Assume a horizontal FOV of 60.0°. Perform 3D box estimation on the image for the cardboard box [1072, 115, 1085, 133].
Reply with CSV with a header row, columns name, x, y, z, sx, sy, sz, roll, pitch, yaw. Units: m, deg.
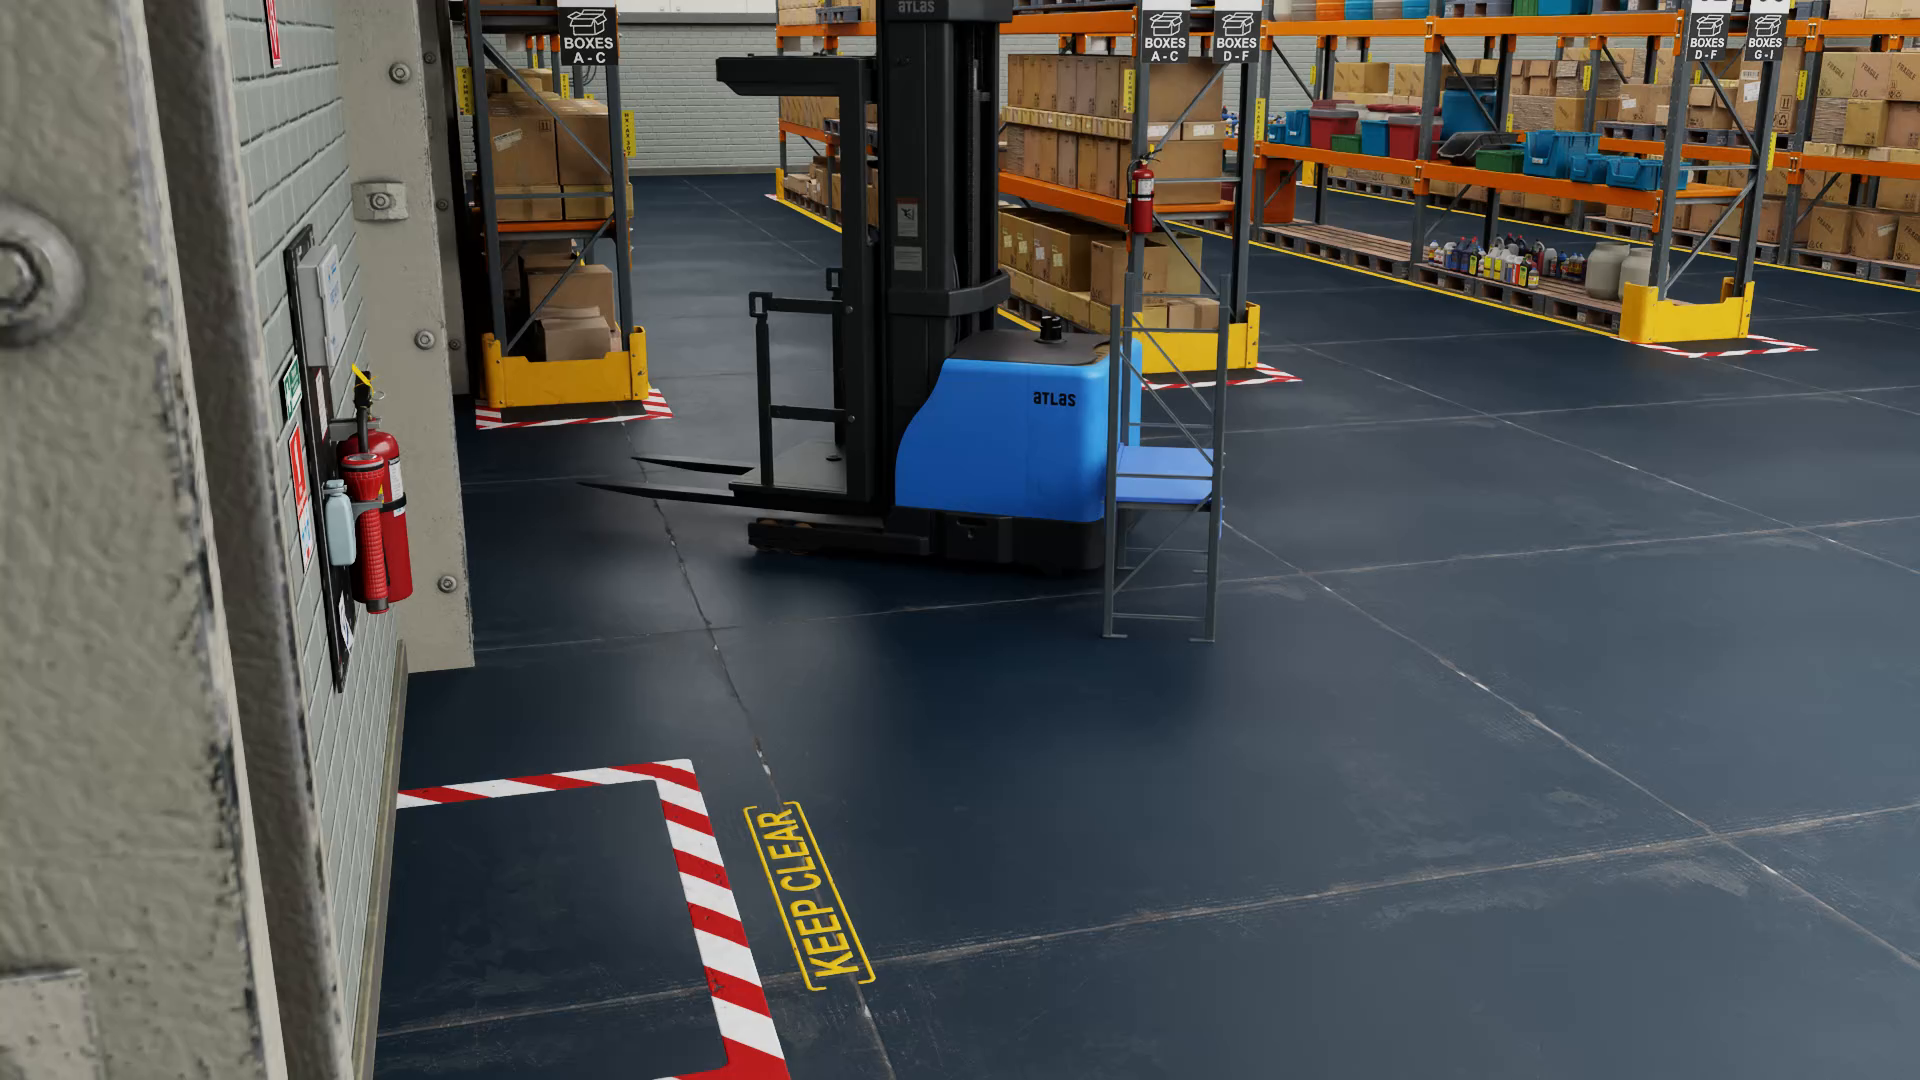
name,x,y,z,sx,sy,sz,roll,pitch,yaw
cardboard box,1.202,-3.670,14.654,0.380,0.149,0.250,-4,17,-14

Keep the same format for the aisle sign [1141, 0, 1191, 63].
name,x,y,z,sx,sy,sz,roll,pitch,yaw
aisle sign,1.584,-4.066,12.757,0.394,0.787,0.004,-5,17,-15

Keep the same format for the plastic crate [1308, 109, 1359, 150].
name,x,y,z,sx,sy,sz,roll,pitch,yaw
plastic crate,4.563,-5.026,20.358,0.402,0.464,0.583,-5,17,-15

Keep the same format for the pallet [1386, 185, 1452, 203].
name,x,y,z,sx,sy,sz,roll,pitch,yaw
pallet,7.942,-5.845,28.045,1.003,0.211,1.213,-5,17,-15

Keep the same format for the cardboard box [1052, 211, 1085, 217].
name,x,y,z,sx,sy,sz,roll,pitch,yaw
cardboard box,1.212,-2.962,16.346,0.500,0.500,0.500,-5,17,-15

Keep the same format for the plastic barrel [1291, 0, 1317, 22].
name,x,y,z,sx,sy,sz,roll,pitch,yaw
plastic barrel,4.430,-6.899,20.619,0.600,0.901,0.600,0,17,0

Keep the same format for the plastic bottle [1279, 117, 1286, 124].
name,x,y,z,sx,sy,sz,roll,pitch,yaw
plastic bottle,4.478,-5.680,22.863,0.152,0.276,0.135,-5,17,-15

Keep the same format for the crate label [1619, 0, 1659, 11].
name,x,y,z,sx,sy,sz,roll,pitch,yaw
crate label,6.415,-5.163,15.969,0.502,0.251,0.408,-5,17,-15

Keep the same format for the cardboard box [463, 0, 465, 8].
name,x,y,z,sx,sy,sz,roll,pitch,yaw
cardboard box,-3.429,-4.194,12.277,0.500,0.500,0.500,-5,17,-15

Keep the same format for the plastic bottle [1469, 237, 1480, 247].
name,x,y,z,sx,sy,sz,roll,pitch,yaw
plastic bottle,5.474,-3.057,17.755,0.144,0.351,0.185,-5,17,-15

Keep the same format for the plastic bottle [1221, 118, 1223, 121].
name,x,y,z,sx,sy,sz,roll,pitch,yaw
plastic bottle,3.665,-5.867,23.473,0.061,0.283,0.133,-5,17,-15

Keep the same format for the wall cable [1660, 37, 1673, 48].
name,x,y,z,sx,sy,sz,roll,pitch,yaw
wall cable,16.294,-11.014,38.638,0.588,1.984,0.122,-5,17,-15

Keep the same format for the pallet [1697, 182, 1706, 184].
name,x,y,z,sx,sy,sz,roll,pitch,yaw
pallet,12.654,-6.176,29.145,1.003,0.211,1.213,-5,17,-15

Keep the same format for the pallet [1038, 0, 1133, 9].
name,x,y,z,sx,sy,sz,roll,pitch,yaw
pallet,1.340,-4.793,14.633,1.003,0.211,1.213,-5,17,-15

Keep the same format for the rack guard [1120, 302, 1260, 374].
name,x,y,z,sx,sy,sz,roll,pitch,yaw
rack guard,1.855,-1.659,13.606,1.175,0.500,0.348,-5,17,-15

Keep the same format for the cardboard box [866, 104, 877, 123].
name,x,y,z,sx,sy,sz,roll,pitch,yaw
cardboard box,-0.905,-5.947,22.633,0.700,0.500,0.500,-10,19,-29

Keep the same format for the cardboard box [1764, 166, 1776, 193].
name,x,y,z,sx,sy,sz,roll,pitch,yaw
cardboard box,13.125,-5.817,26.718,0.500,0.500,0.500,-4,17,-14

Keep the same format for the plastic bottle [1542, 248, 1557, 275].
name,x,y,z,sx,sy,sz,roll,pitch,yaw
plastic bottle,6.149,-2.923,17.439,0.152,0.276,0.135,-4,17,-14

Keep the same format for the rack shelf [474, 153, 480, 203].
name,x,y,z,sx,sy,sz,roll,pitch,yaw
rack shelf,-4.563,-3.785,17.590,1.077,0.370,4.000,-5,17,-15

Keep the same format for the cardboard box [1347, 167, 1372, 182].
name,x,y,z,sx,sy,sz,roll,pitch,yaw
cardboard box,7.480,-6.832,29.445,0.875,0.875,0.875,-5,17,-15

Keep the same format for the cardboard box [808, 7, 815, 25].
name,x,y,z,sx,sy,sz,roll,pitch,yaw
cardboard box,-1.967,-7.799,24.750,0.500,0.250,0.500,-5,17,-15

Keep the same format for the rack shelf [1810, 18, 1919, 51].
name,x,y,z,sx,sy,sz,roll,pitch,yaw
rack shelf,10.824,-5.290,17.386,1.077,0.370,4.000,-5,17,-15

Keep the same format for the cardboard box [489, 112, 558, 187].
name,x,y,z,sx,sy,sz,roll,pitch,yaw
cardboard box,-3.248,-2.881,12.250,0.500,0.500,0.500,-5,17,-16

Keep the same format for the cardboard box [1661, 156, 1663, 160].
name,x,y,z,sx,sy,sz,roll,pitch,yaw
cardboard box,12.416,-6.595,28.883,0.380,0.149,0.250,-4,17,-15

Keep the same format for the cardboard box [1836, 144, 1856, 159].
name,x,y,z,sx,sy,sz,roll,pitch,yaw
cardboard box,10.196,-4.411,18.858,0.380,0.149,0.250,-5,17,-15

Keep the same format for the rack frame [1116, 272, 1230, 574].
name,x,y,z,sx,sy,sz,roll,pitch,yaw
rack frame,1.044,-0.562,8.215,0.500,1.500,0.032,3,17,8

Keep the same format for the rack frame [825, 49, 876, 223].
name,x,y,z,sx,sy,sz,roll,pitch,yaw
rack frame,-1.450,-6.182,24.319,1.000,3.000,0.127,-5,17,-15

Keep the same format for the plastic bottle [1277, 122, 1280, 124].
name,x,y,z,sx,sy,sz,roll,pitch,yaw
plastic bottle,4.363,-5.629,22.824,0.097,0.201,0.097,0,17,0

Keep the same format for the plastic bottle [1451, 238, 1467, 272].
name,x,y,z,sx,sy,sz,roll,pitch,yaw
plastic bottle,5.335,-3.046,17.717,0.144,0.351,0.185,-4,17,-14

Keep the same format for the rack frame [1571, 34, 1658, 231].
name,x,y,z,sx,sy,sz,roll,pitch,yaw
rack frame,9.175,-5.858,23.239,1.000,3.000,0.127,-5,17,-15

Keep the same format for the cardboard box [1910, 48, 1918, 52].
name,x,y,z,sx,sy,sz,roll,pitch,yaw
cardboard box,17.246,-8.727,29.751,0.380,0.149,0.250,-4,17,-14

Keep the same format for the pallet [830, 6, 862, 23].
name,x,y,z,sx,sy,sz,roll,pitch,yaw
pallet,-1.050,-7.056,22.341,1.213,0.211,1.003,-5,17,-15

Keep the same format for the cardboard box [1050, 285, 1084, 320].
name,x,y,z,sx,sy,sz,roll,pitch,yaw
cardboard box,1.128,-2.148,14.937,0.500,0.250,0.500,-5,17,-15

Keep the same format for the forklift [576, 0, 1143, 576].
name,x,y,z,sx,sy,sz,roll,pitch,yaw
forklift,-0.595,-1.462,8.723,3.031,2.935,1.130,6,18,18

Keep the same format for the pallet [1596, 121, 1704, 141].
name,x,y,z,sx,sy,sz,roll,pitch,yaw
pallet,9.474,-5.577,22.639,1.213,0.211,1.003,-5,17,-15

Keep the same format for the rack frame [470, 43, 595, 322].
name,x,y,z,sx,sy,sz,roll,pitch,yaw
rack frame,-4.013,-3.577,15.645,1.000,3.000,0.127,-5,17,-15

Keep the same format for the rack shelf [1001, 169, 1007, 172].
name,x,y,z,sx,sy,sz,roll,pitch,yaw
rack shelf,0.199,-4.178,18.897,1.077,0.370,4.000,-5,17,-15

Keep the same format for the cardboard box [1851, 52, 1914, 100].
name,x,y,z,sx,sy,sz,roll,pitch,yaw
cardboard box,10.293,-5.138,18.413,0.500,0.500,0.500,-5,17,-15

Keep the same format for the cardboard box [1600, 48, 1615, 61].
name,x,y,z,sx,sy,sz,roll,pitch,yaw
cardboard box,11.908,-8.674,30.186,0.500,0.500,0.500,-5,17,-16

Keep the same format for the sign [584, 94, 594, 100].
name,x,y,z,sx,sy,sz,roll,pitch,yaw
sign,-3.494,-4.036,15.670,0.100,0.325,0.005,-5,17,-15

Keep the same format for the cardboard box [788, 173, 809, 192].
name,x,y,z,sx,sy,sz,roll,pitch,yaw
cardboard box,-2.535,-5.871,27.299,0.500,0.250,0.500,-5,17,-15

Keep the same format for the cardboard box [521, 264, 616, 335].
name,x,y,z,sx,sy,sz,roll,pitch,yaw
cardboard box,-3.328,-2.047,14.132,0.700,0.500,0.500,-6,18,-19

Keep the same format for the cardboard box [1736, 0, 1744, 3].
name,x,y,z,sx,sy,sz,roll,pitch,yaw
cardboard box,9.981,-6.837,20.375,0.797,0.503,0.637,-4,17,-13

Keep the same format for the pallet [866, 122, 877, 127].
name,x,y,z,sx,sy,sz,roll,pitch,yaw
pallet,-0.890,-5.521,22.453,1.003,0.211,1.213,-5,17,-15

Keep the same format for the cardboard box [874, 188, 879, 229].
name,x,y,z,sx,sy,sz,roll,pitch,yaw
cardboard box,-0.833,-4.329,21.731,0.500,0.500,0.500,-4,17,-13

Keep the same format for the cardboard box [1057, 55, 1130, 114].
name,x,y,z,sx,sy,sz,roll,pitch,yaw
cardboard box,1.290,-4.100,14.958,0.700,0.500,0.500,-5,17,-15

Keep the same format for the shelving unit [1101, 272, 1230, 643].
name,x,y,z,sx,sy,sz,roll,pitch,yaw
shelving unit,0.967,-0.417,7.734,0.538,1.500,1.048,3,17,8

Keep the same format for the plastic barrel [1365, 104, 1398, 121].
name,x,y,z,sx,sy,sz,roll,pitch,yaw
plastic barrel,5.140,-5.029,20.245,0.433,0.535,0.433,0,17,0

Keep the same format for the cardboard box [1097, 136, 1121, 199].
name,x,y,z,sx,sy,sz,roll,pitch,yaw
cardboard box,1.583,-3.186,14.170,0.700,0.500,0.500,-4,17,-14

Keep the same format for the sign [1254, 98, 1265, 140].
name,x,y,z,sx,sy,sz,roll,pitch,yaw
sign,2.383,-3.358,13.273,0.100,0.325,0.005,-5,17,-15

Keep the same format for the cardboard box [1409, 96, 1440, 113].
name,x,y,z,sx,sy,sz,roll,pitch,yaw
cardboard box,7.702,-7.136,27.239,0.500,0.250,0.500,-5,17,-16

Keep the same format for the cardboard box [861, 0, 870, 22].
name,x,y,z,sx,sy,sz,roll,pitch,yaw
cardboard box,-0.786,-6.963,21.531,0.910,0.500,0.500,-5,17,-15

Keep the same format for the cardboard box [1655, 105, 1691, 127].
name,x,y,z,sx,sy,sz,roll,pitch,yaw
cardboard box,9.415,-5.505,21.596,0.500,0.250,0.500,-5,17,-17

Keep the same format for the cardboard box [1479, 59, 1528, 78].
name,x,y,z,sx,sy,sz,roll,pitch,yaw
cardboard box,8.437,-7.126,25.543,0.797,0.503,0.637,-5,17,-15
